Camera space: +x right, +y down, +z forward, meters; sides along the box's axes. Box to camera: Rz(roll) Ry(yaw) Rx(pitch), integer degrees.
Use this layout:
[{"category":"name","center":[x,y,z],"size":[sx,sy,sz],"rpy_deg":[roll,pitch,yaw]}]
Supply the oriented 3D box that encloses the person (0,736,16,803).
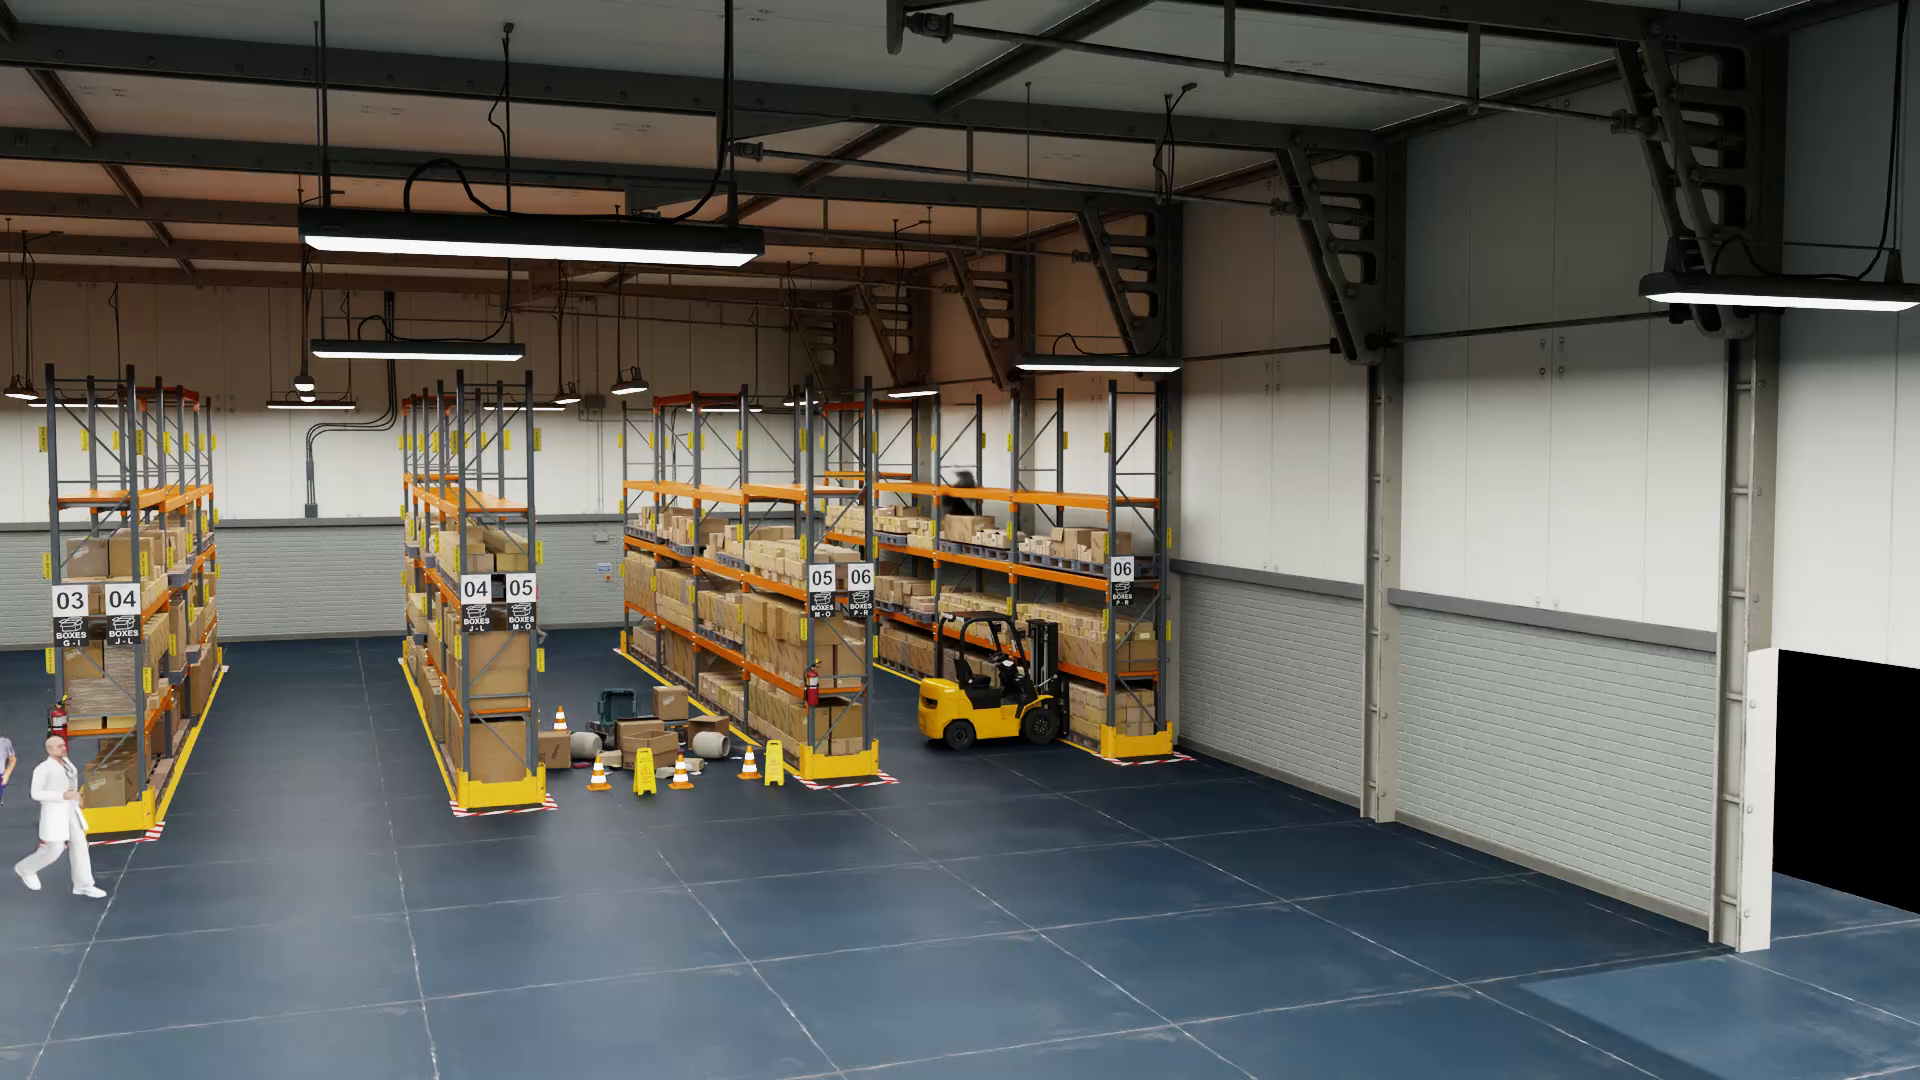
[{"category":"person","center":[-12.105,3.022,20.692],"size":[0.646,1.616,0.595],"rpy_deg":[-3,4,-37]}]

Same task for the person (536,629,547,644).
[{"category":"person","center":[-10.493,1.807,40.302],"size":[0.871,1.730,0.663],"rpy_deg":[-2,4,-34]}]

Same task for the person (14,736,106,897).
[{"category":"person","center":[-9.875,3.032,18.221],"size":[1.040,1.772,0.710],"rpy_deg":[1,3,11]}]
